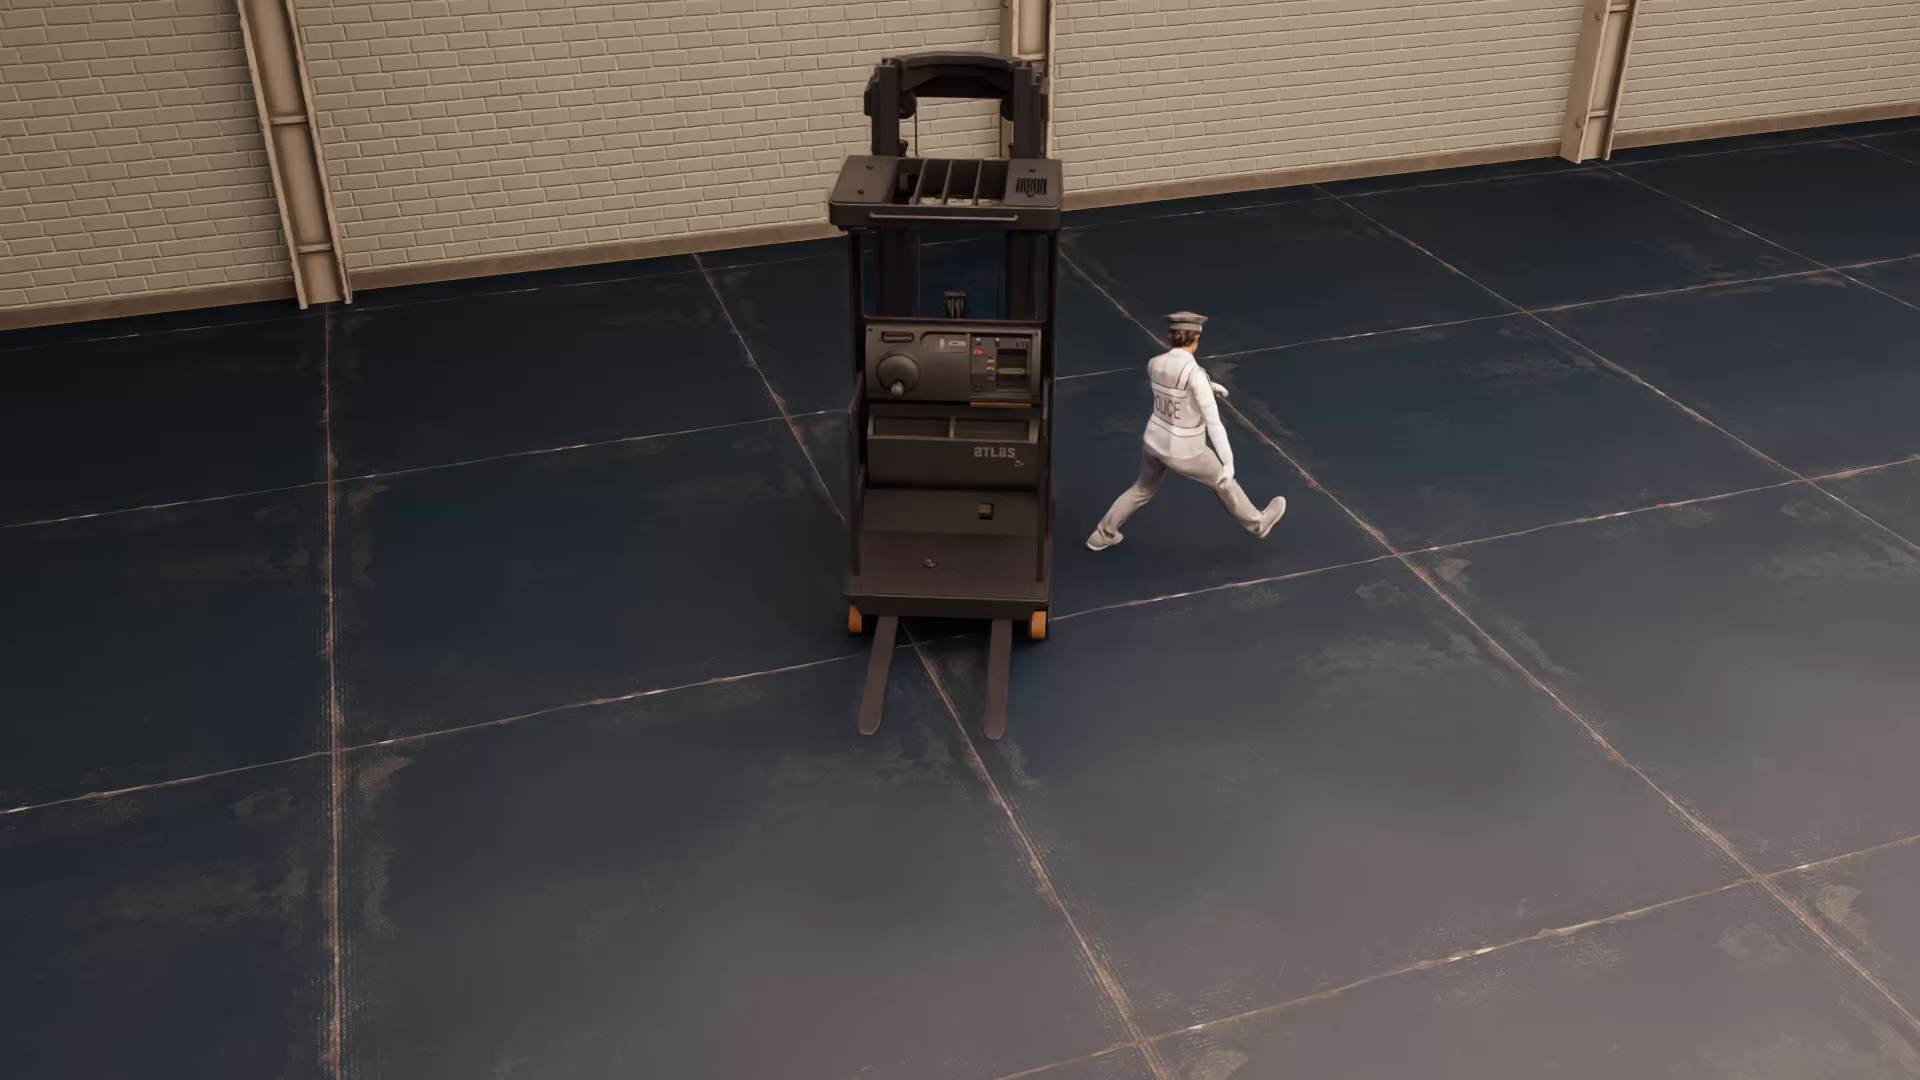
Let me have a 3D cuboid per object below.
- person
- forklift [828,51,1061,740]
[{"bbox_3d":[1.379,-0.590,9.578,1.066,1.533,0.798,-19,35,-29],"label":"person"},{"bbox_3d":[-0.049,-0.892,8.637,1.130,2.935,3.031,2,30,3],"label":"forklift"}]
